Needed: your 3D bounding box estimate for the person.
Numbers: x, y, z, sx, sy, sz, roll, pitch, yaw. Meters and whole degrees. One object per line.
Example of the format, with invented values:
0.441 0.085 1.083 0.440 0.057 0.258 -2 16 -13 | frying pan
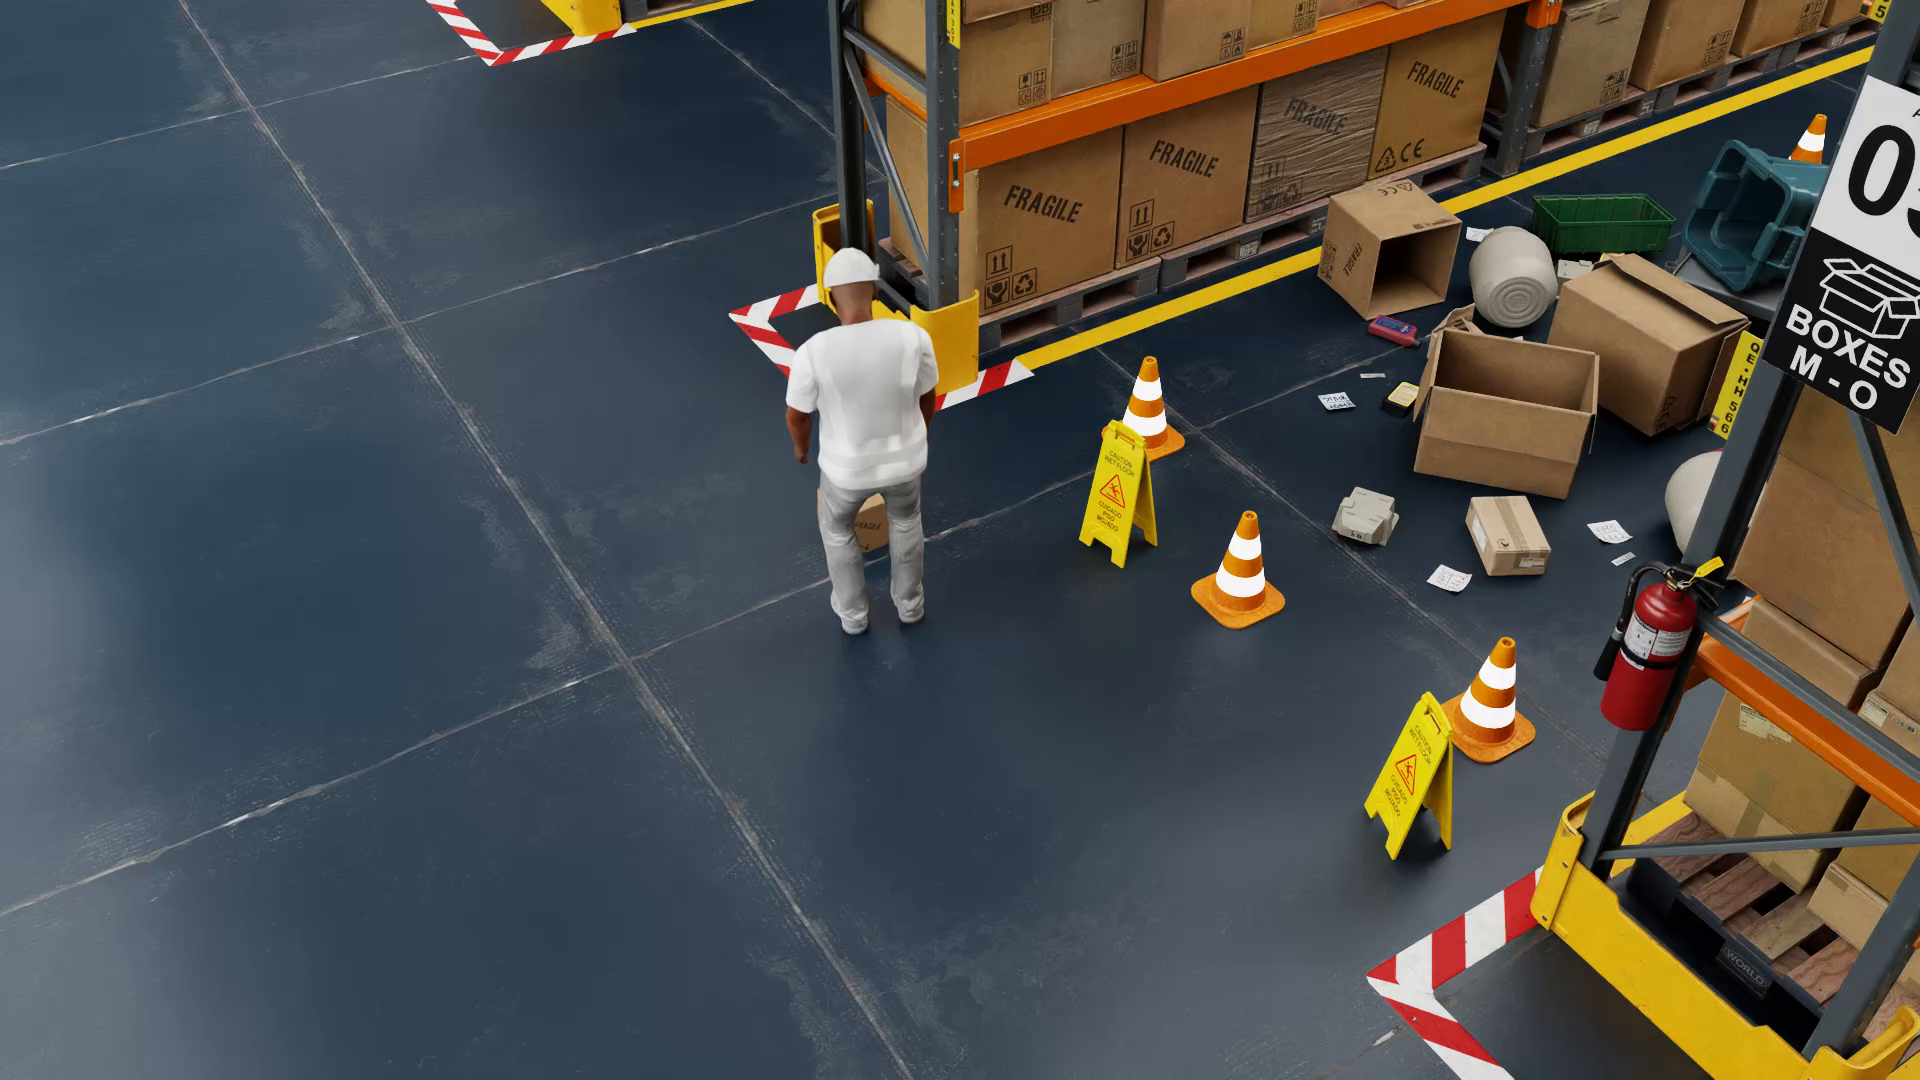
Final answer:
-0.381 -0.355 6.601 0.595 1.707 0.472 -8 41 -9 | person
